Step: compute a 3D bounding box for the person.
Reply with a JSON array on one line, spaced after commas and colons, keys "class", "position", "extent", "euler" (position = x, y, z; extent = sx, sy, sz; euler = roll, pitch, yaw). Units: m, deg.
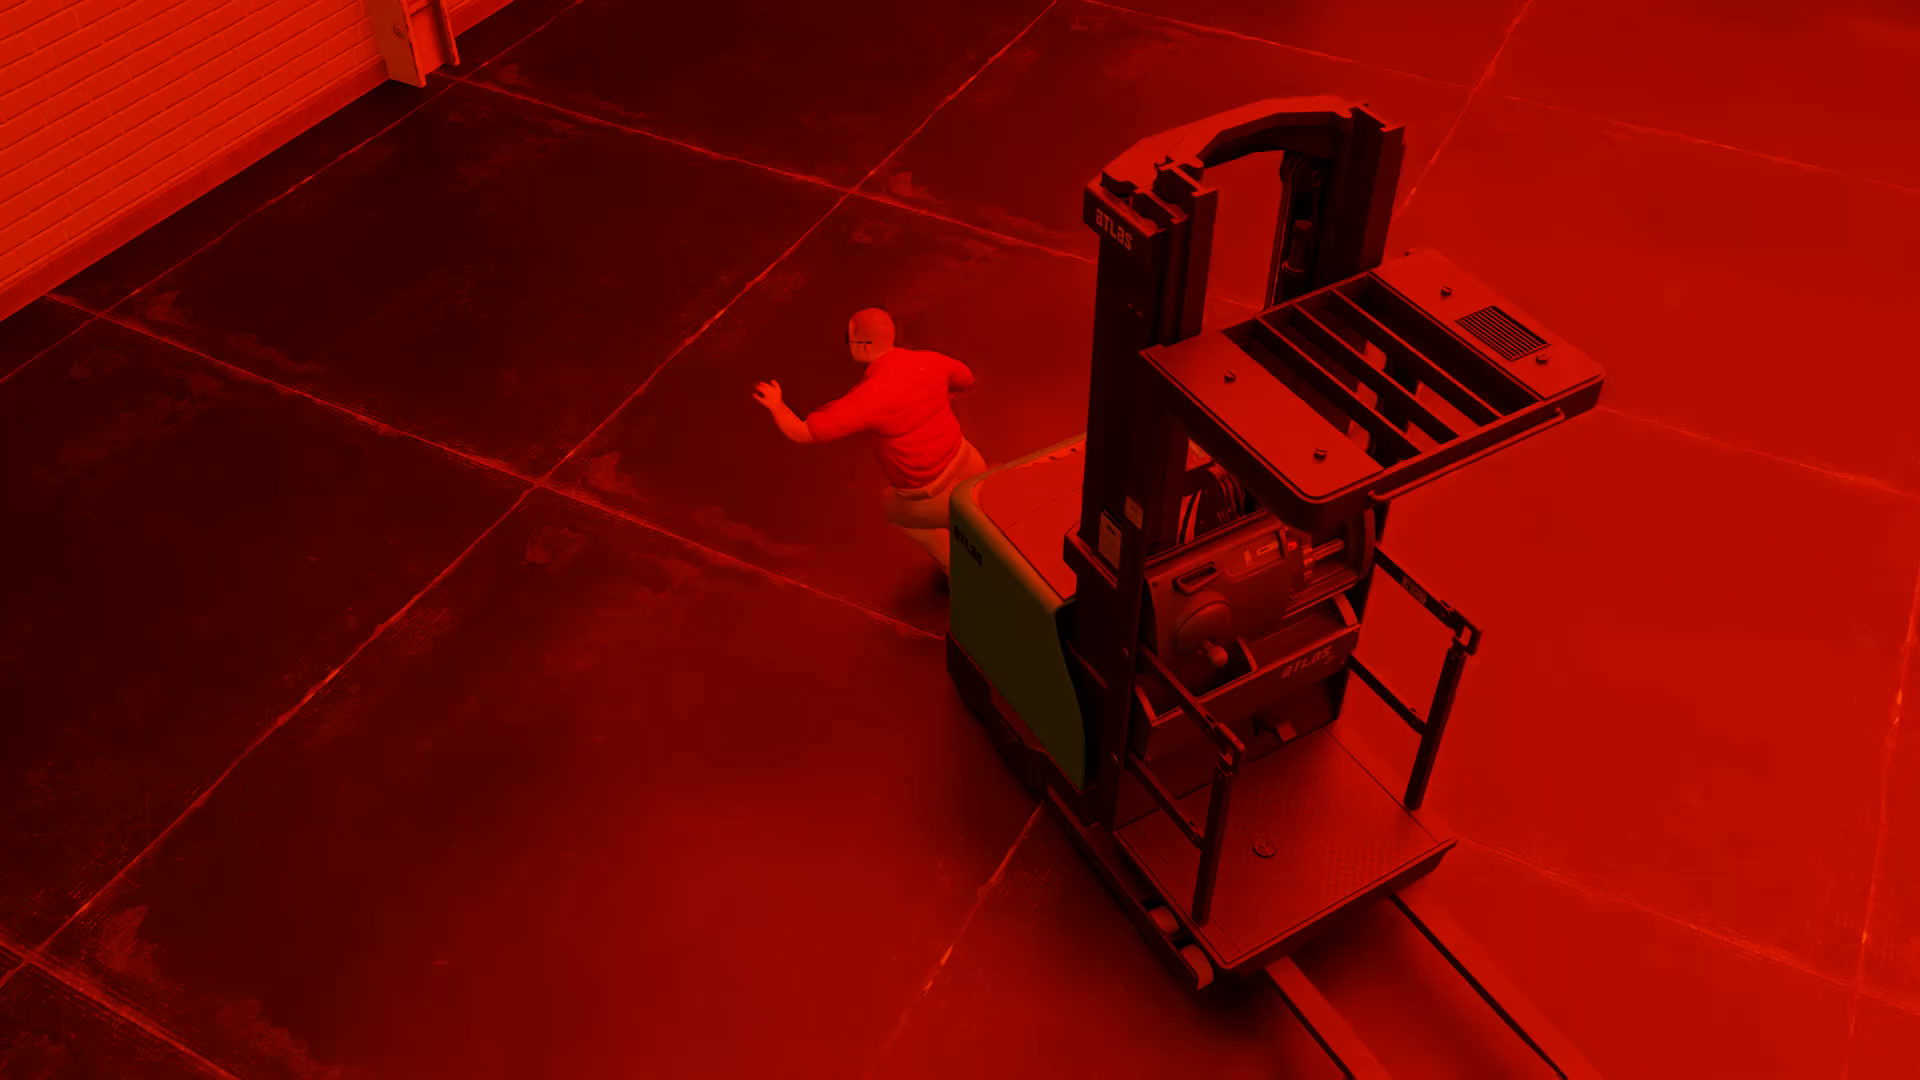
[{"class": "person", "position": [-0.242, -0.457, 7.215], "extent": [0.935, 1.493, 1.194], "euler": [28, 50, 27]}]

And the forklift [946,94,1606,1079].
[{"class": "forklift", "position": [1.129, 0.201, 5.441], "extent": [1.130, 2.935, 3.031], "euler": [-22, 48, -22]}]
